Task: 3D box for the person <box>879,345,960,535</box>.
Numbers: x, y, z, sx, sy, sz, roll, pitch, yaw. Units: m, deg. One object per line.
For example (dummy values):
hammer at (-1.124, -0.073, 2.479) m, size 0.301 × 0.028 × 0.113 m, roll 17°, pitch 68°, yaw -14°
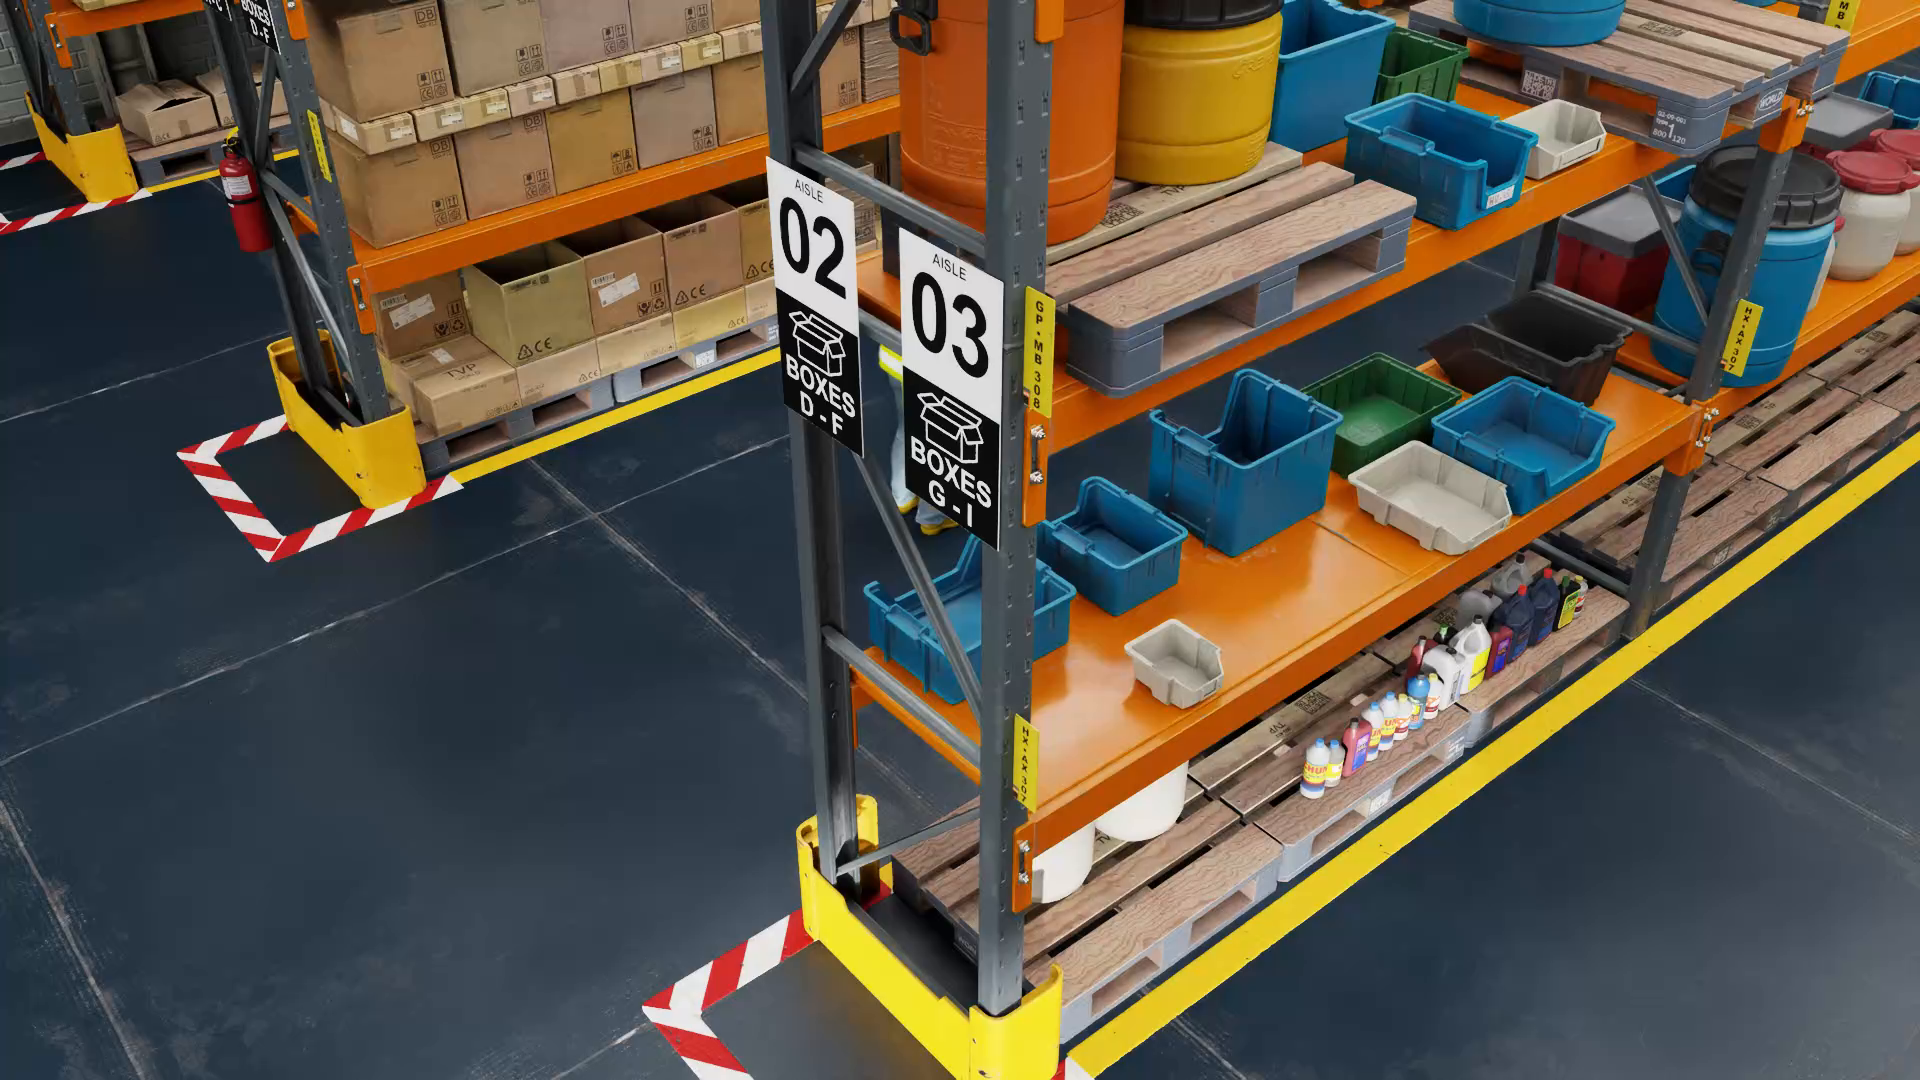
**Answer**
person at (-0.117, -0.890, 8.299) m, size 0.571 × 1.762 × 0.505 m, roll -25°, pitch 43°, yaw -31°
